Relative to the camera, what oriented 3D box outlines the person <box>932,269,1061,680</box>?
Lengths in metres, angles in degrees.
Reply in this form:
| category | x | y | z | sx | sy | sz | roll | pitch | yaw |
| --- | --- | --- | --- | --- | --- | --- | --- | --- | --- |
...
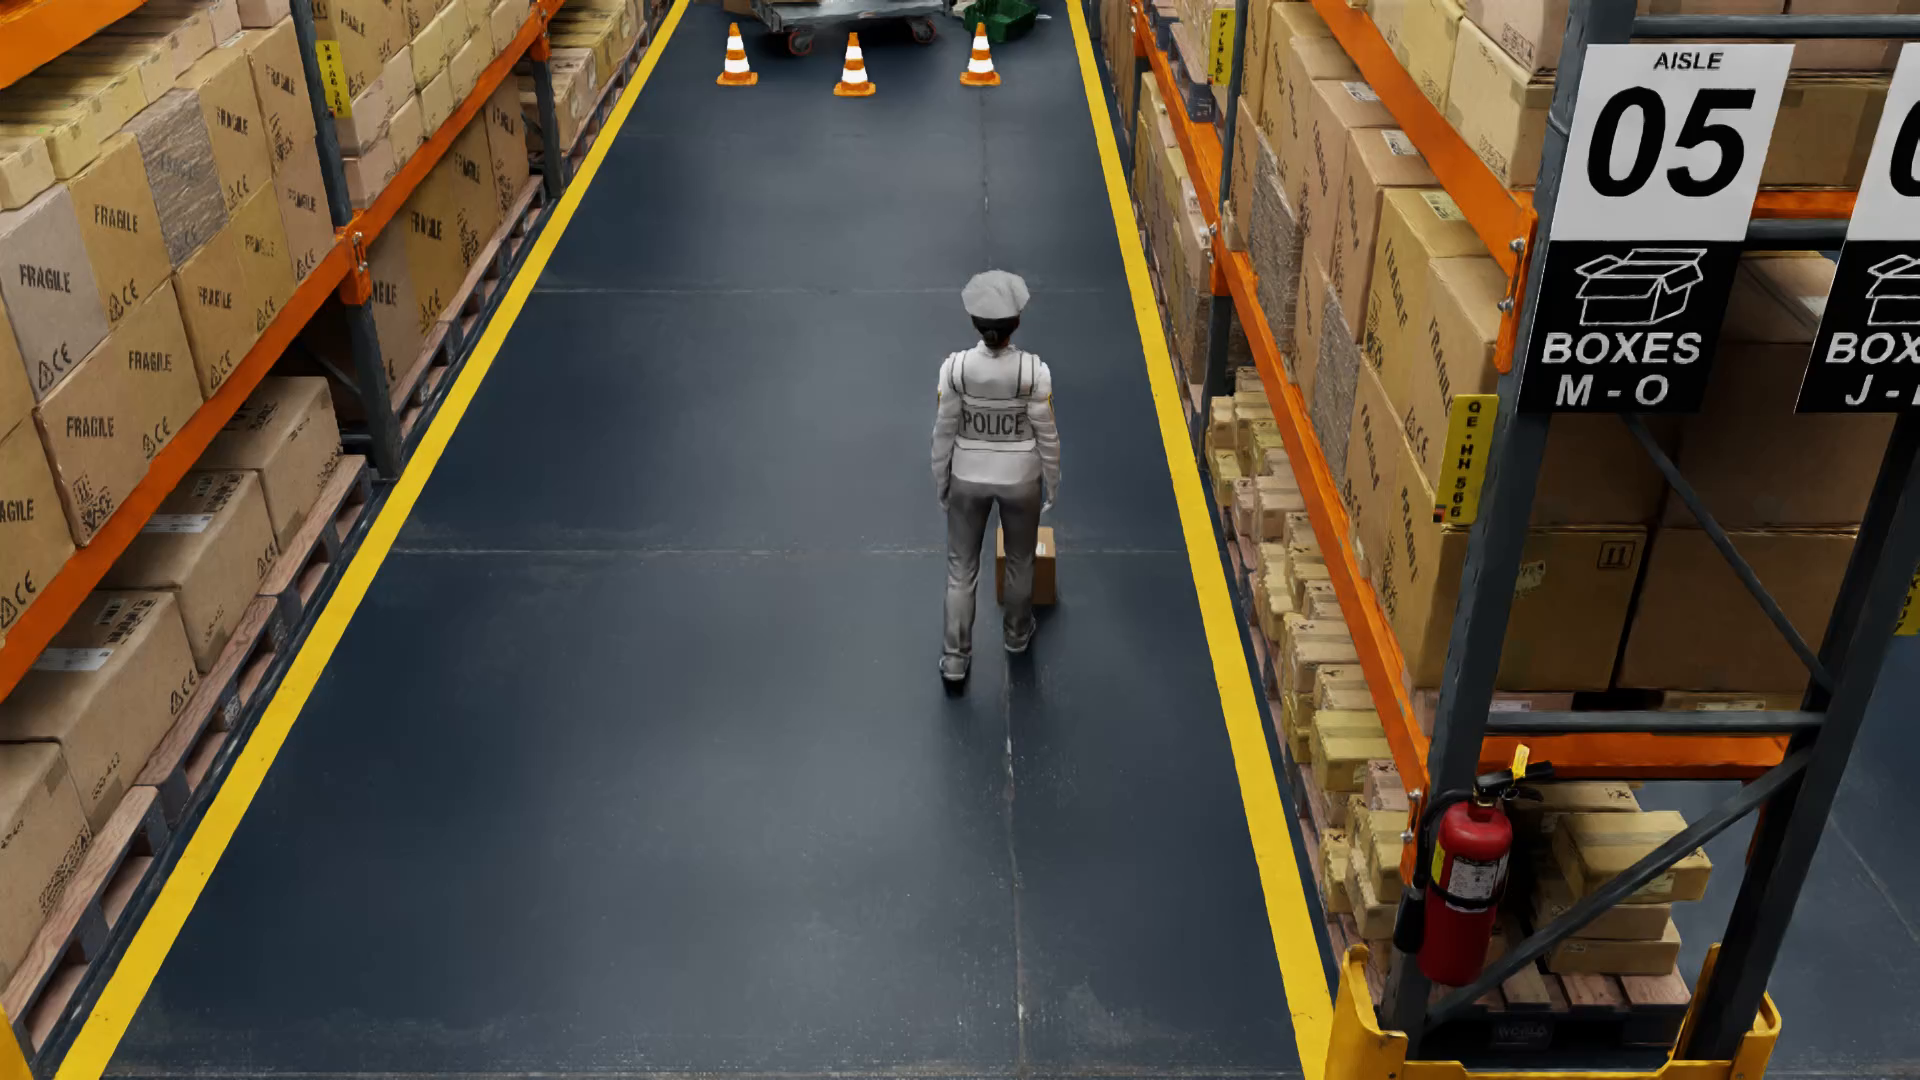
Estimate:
| category | x | y | z | sx | sy | sz | roll | pitch | yaw |
| --- | --- | --- | --- | --- | --- | --- | --- | --- | --- |
| person | 0.142 | -0.239 | 6.487 | 0.503 | 1.693 | 0.580 | 4 | 32 | 6 |
